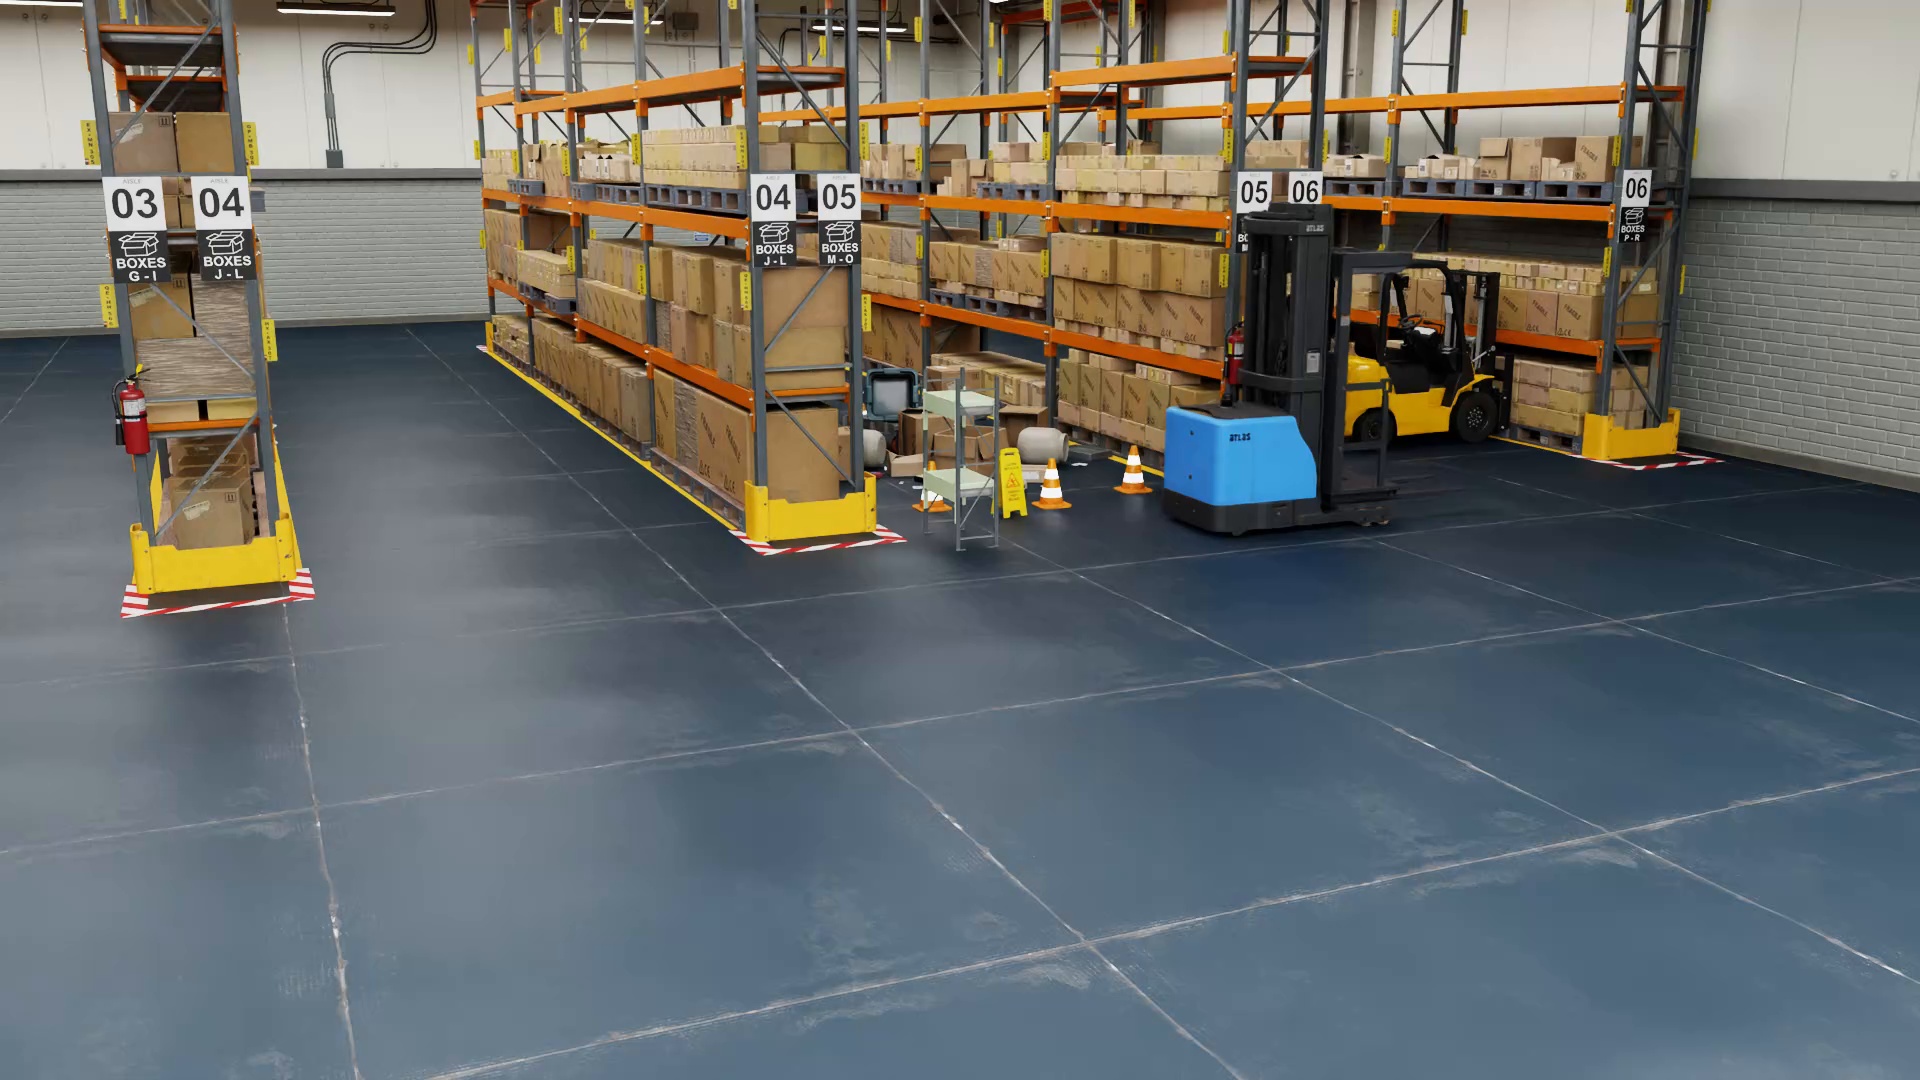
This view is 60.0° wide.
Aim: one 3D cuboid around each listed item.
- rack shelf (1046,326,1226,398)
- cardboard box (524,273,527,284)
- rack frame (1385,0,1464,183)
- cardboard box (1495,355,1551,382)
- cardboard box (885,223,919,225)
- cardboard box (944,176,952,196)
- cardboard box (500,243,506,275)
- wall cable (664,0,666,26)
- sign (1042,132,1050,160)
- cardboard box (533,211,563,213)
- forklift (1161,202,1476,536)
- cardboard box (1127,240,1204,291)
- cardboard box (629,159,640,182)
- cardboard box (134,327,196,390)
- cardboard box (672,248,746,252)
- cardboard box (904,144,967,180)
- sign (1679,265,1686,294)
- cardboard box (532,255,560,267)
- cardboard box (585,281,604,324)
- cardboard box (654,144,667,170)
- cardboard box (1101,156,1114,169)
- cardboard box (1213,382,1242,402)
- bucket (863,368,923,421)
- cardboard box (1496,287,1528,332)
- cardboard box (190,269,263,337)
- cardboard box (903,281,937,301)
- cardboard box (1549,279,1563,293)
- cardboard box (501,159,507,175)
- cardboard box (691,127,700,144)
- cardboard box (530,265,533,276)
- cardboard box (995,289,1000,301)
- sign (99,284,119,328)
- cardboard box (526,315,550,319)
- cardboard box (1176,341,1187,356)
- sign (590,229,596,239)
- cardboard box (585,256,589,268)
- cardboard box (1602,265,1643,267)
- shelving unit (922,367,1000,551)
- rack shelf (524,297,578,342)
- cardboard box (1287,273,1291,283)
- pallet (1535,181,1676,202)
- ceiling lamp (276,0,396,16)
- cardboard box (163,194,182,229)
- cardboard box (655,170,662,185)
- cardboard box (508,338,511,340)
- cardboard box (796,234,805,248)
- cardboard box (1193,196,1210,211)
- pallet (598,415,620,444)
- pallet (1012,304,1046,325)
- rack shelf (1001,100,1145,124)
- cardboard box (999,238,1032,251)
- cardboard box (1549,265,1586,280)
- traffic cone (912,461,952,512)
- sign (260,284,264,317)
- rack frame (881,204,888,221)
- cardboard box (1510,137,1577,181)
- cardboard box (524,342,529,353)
[{"bbox_3d":[2.334,-2.062,18.724,1.077,0.370,4.000,-6,14,-23],"label":"rack shelf"},{"bbox_3d":[-6.217,-3.861,24.527,0.380,0.149,0.250,-6,14,-23],"label":"cardboard box"},{"bbox_3d":[6.080,-6.198,21.692,1.000,3.000,0.127,-6,14,-23],"label":"rack frame"},{"bbox_3d":[6.791,-2.076,20.137,0.500,0.250,0.500,-5,14,-22],"label":"cardboard box"},{"bbox_3d":[-0.863,-4.732,26.225,0.500,0.500,0.500,-5,14,-21],"label":"cardboard box"},{"bbox_3d":[0.004,-4.915,23.100,0.396,0.266,0.258,-6,14,-23],"label":"cardboard box"},{"bbox_3d":[-7.210,-4.598,27.202,0.500,0.500,0.500,-6,14,-24],"label":"cardboard box"},{"bbox_3d":[-7.228,-12.160,34.148,2.355,3.000,0.029,-6,14,-23],"label":"wall cable"},{"bbox_3d":[1.026,-4.680,19.767,0.100,0.325,0.005,-6,14,-23],"label":"sign"},{"bbox_3d":[-6.723,-5.126,27.265,0.500,0.500,0.500,-6,14,-25],"label":"cardboard box"},{"bbox_3d":[3.469,-1.658,15.534,3.031,2.935,1.130,-5,14,-22],"label":"forklift"},{"bbox_3d":[2.237,-2.968,17.940,0.700,0.500,0.500,-6,14,-24],"label":"cardboard box"},{"bbox_3d":[-3.391,-4.131,18.594,0.500,0.250,0.500,-5,14,-22],"label":"cardboard box"},{"bbox_3d":[-6.450,-1.507,13.846,0.875,0.500,0.500,-6,14,-23],"label":"cardboard box"},{"bbox_3d":[-2.519,-2.775,17.479,0.875,0.550,0.550,-6,14,-23],"label":"cardboard box"},{"bbox_3d":[-0.358,-5.433,23.879,0.797,0.503,0.637,-7,15,-26],"label":"cardboard box"},{"bbox_3d":[8.193,-2.958,18.903,0.100,0.325,0.005,-6,14,-23],"label":"sign"},{"bbox_3d":[-5.911,-3.993,23.776,0.380,0.149,0.250,-5,14,-21],"label":"cardboard box"},{"bbox_3d":[-4.425,-3.011,21.007,0.500,0.500,0.500,-6,14,-24],"label":"cardboard box"},{"bbox_3d":[-2.819,-3.914,16.997,0.500,0.250,0.500,-6,14,-23],"label":"cardboard box"},{"bbox_3d":[1.815,-4.249,18.713,0.380,0.149,0.250,-6,14,-25],"label":"cardboard box"},{"bbox_3d":[3.056,-1.426,17.884,0.500,0.500,0.500,-6,14,-25],"label":"cardboard box"},{"bbox_3d":[-0.795,-1.684,19.382,0.726,0.611,0.620,-1,3,-4],"label":"bucket"},{"bbox_3d":[6.840,-2.789,20.047,0.500,0.500,0.500,-6,14,-24],"label":"cardboard box"},{"bbox_3d":[-5.915,-1.924,13.430,0.500,0.500,0.500,-6,14,-23],"label":"cardboard box"},{"bbox_3d":[-0.509,-3.660,24.366,0.500,0.250,0.500,-6,14,-25],"label":"cardboard box"},{"bbox_3d":[7.109,-2.969,19.386,0.380,0.149,0.250,-5,14,-22],"label":"cardboard box"},{"bbox_3d":[-6.995,-5.931,26.415,0.500,0.250,0.500,-5,14,-21],"label":"cardboard box"},{"bbox_3d":[-2.314,-3.814,15.680,0.380,0.149,0.250,-6,14,-24],"label":"cardboard box"},{"bbox_3d":[-6.006,-3.899,24.031,0.380,0.149,0.250,-5,14,-21],"label":"cardboard box"},{"bbox_3d":[0.679,-3.202,21.677,0.380,0.149,0.250,-6,14,-23],"label":"cardboard box"},{"bbox_3d":[-6.461,-1.777,12.625,0.100,0.325,0.005,-6,14,-23],"label":"sign"},{"bbox_3d":[-7.276,-3.799,28.705,0.380,0.149,0.250,-5,14,-22],"label":"cardboard box"},{"bbox_3d":[2.504,-2.032,17.556,0.380,0.149,0.250,-6,14,-24],"label":"cardboard box"},{"bbox_3d":[-5.659,-4.626,25.637,0.100,0.325,0.005,-6,14,-23],"label":"sign"},{"bbox_3d":[-5.100,-3.941,23.551,0.380,0.149,0.250,-5,14,-21],"label":"cardboard box"},{"bbox_3d":[7.694,-3.108,19.325,0.380,0.149,0.250,-5,14,-21],"label":"cardboard box"},{"bbox_3d":[0.003,-0.729,14.695,0.431,1.500,0.755,-6,14,-23],"label":"shelving unit"},{"bbox_3d":[-5.365,-3.247,23.843,1.077,0.370,4.000,-6,14,-23],"label":"rack shelf"},{"bbox_3d":[5.052,-3.842,24.040,0.500,0.250,0.500,-5,14,-22],"label":"cardboard box"},{"bbox_3d":[7.423,-4.015,19.111,1.003,0.211,1.213,-6,14,-23],"label":"pallet"},{"bbox_3d":[-11.106,-10.960,29.323,2.000,3.185,0.800,-6,14,-23],"label":"ceiling lamp"},{"bbox_3d":[-6.370,-2.570,13.000,0.500,0.250,0.500,-5,14,-22],"label":"cardboard box"},{"bbox_3d":[-2.923,-3.739,17.126,0.380,0.149,0.250,-6,14,-23],"label":"cardboard box"},{"bbox_3d":[-7.375,-3.312,27.917,0.380,0.149,0.250,-6,14,-23],"label":"cardboard box"},{"bbox_3d":[-2.522,-5.297,28.666,0.500,0.500,0.500,-5,14,-22],"label":"cardboard box"},{"bbox_3d":[2.607,-3.436,16.966,0.380,0.149,0.250,-6,14,-23],"label":"cardboard box"},{"bbox_3d":[-3.832,-1.405,20.471,1.003,0.211,1.213,-6,14,-23],"label":"pallet"},{"bbox_3d":[1.360,-2.904,21.189,1.003,0.211,1.213,-6,14,-23],"label":"pallet"},{"bbox_3d":[2.074,-7.912,30.700,1.077,0.370,4.000,-6,14,-23],"label":"rack shelf"},{"bbox_3d":[0.722,-3.811,21.432,0.380,0.149,0.250,-6,14,-25],"label":"cardboard box"},{"bbox_3d":[7.089,-3.113,19.348,0.380,0.149,0.250,-5,14,-22],"label":"cardboard box"},{"bbox_3d":[-0.271,-0.534,16.150,0.336,0.463,0.334,-6,14,-23],"label":"traffic cone"},{"bbox_3d":[-7.053,-2.403,16.682,0.100,0.325,0.005,-6,14,-23],"label":"sign"},{"bbox_3d":[-1.671,-4.479,27.569,1.000,3.000,0.127,-6,14,-23],"label":"rack frame"},{"bbox_3d":[6.963,-4.502,19.643,0.700,0.500,0.500,-6,14,-23],"label":"cardboard box"},{"bbox_3d":[-6.584,-3.008,25.945,0.380,0.149,0.250,-5,14,-22],"label":"cardboard box"}]
